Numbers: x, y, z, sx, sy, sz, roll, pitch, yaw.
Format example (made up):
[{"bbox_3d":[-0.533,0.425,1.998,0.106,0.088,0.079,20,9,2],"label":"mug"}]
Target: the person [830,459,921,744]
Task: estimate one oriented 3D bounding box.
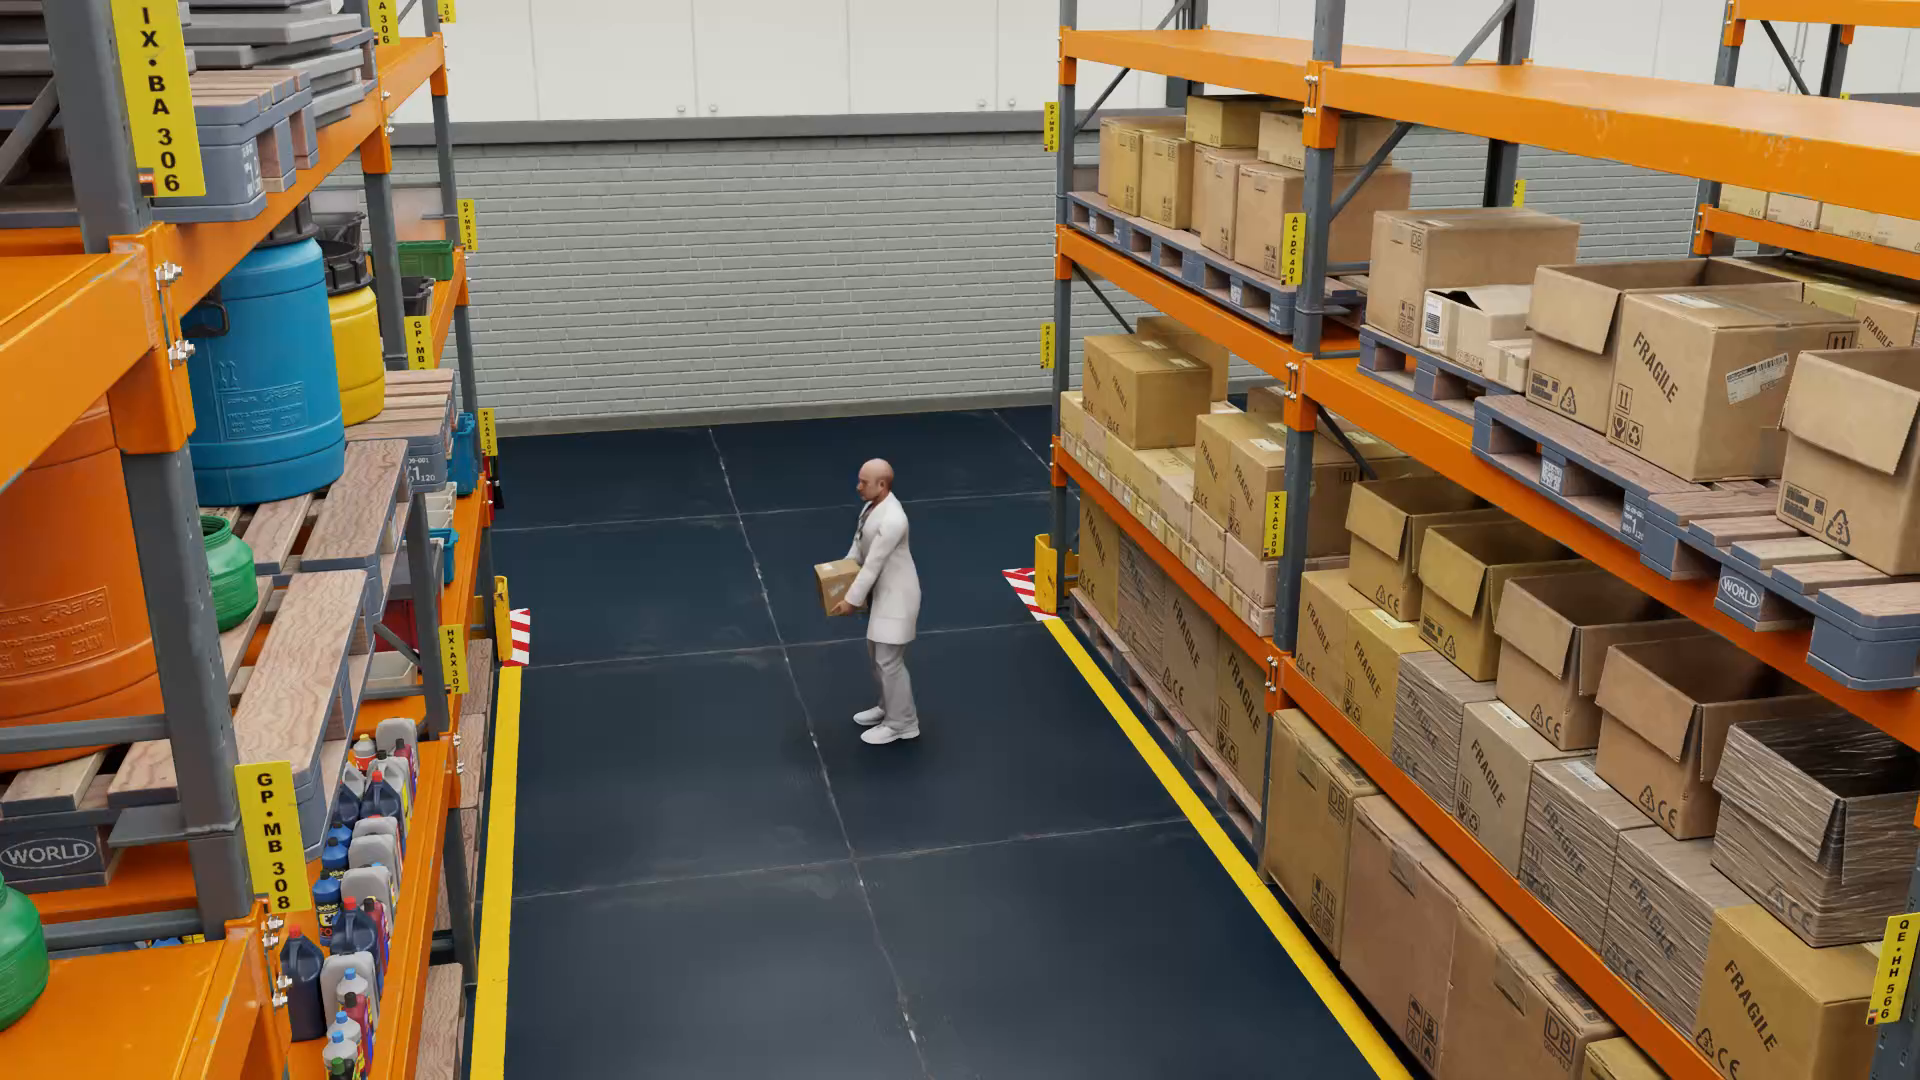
[{"bbox_3d":[-0.527,0.360,10.080,0.574,1.774,0.531,-5,20,-14],"label":"person"}]
